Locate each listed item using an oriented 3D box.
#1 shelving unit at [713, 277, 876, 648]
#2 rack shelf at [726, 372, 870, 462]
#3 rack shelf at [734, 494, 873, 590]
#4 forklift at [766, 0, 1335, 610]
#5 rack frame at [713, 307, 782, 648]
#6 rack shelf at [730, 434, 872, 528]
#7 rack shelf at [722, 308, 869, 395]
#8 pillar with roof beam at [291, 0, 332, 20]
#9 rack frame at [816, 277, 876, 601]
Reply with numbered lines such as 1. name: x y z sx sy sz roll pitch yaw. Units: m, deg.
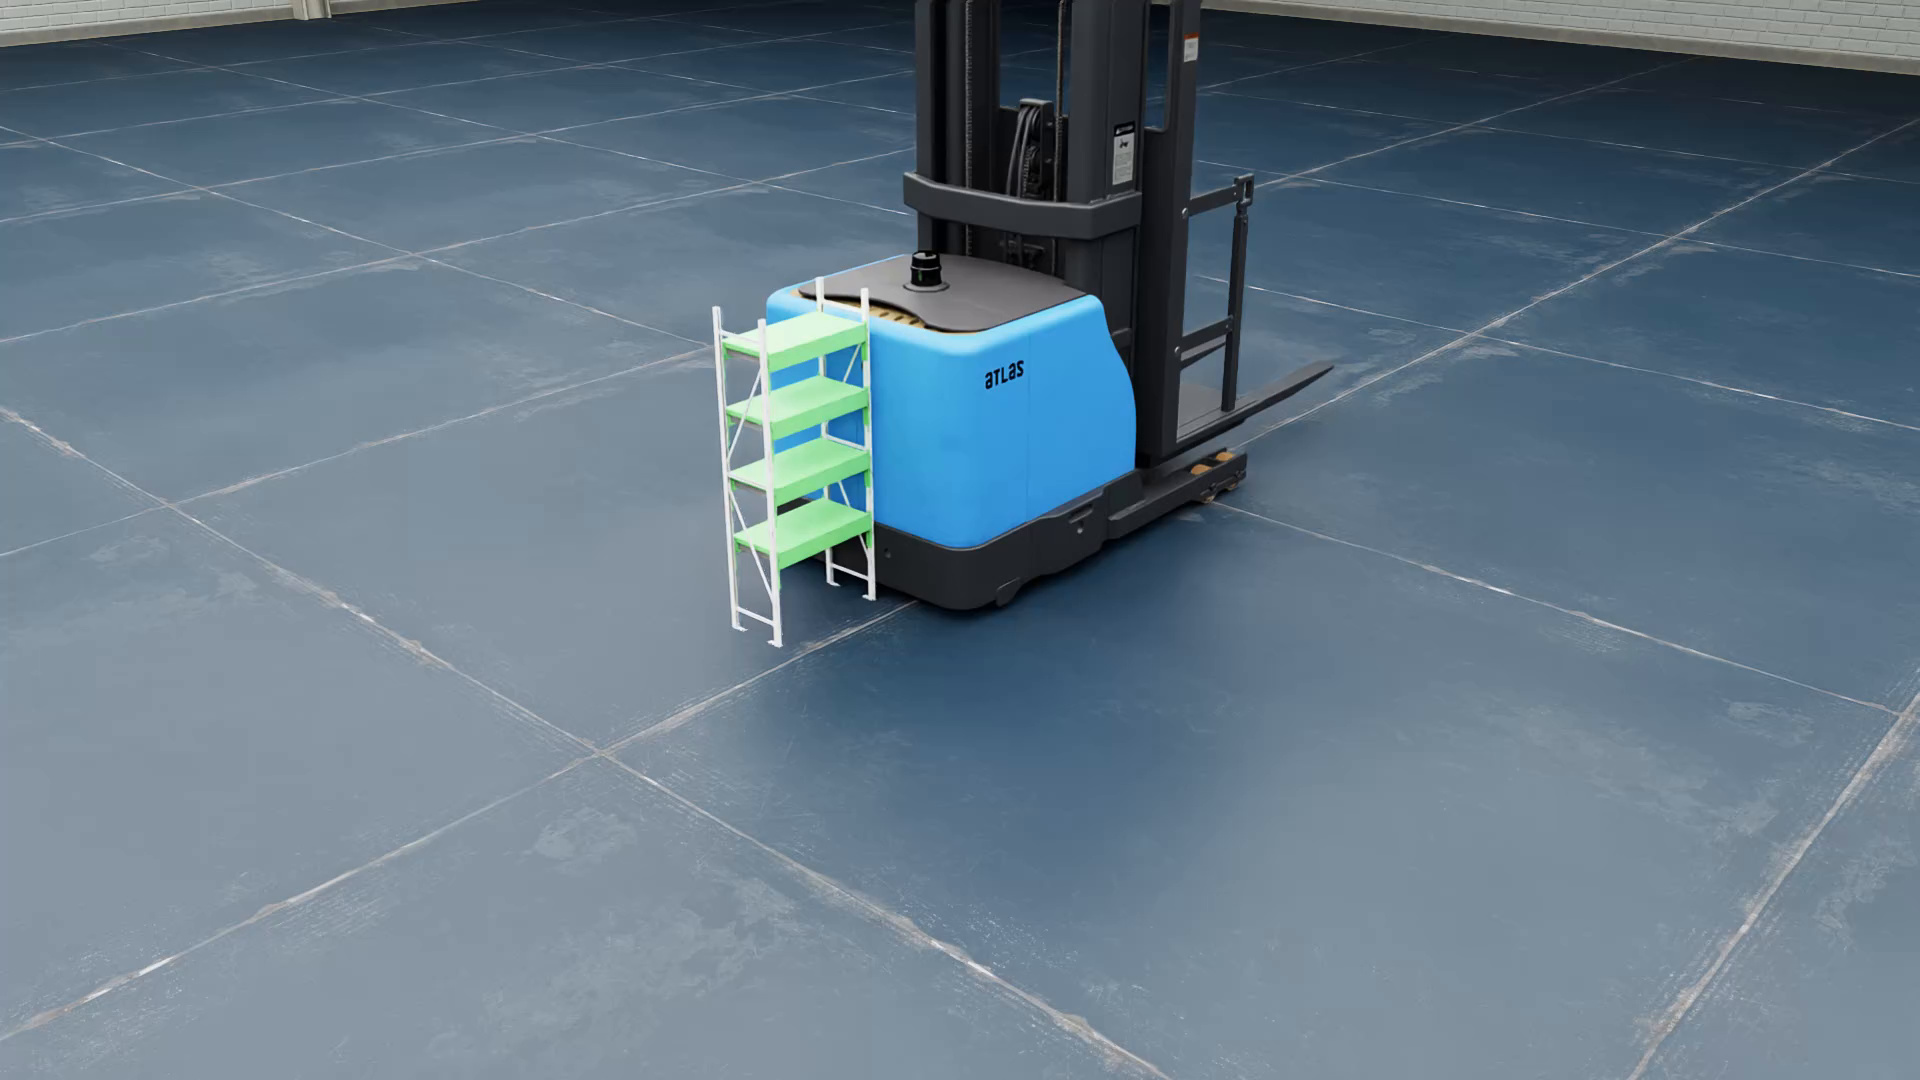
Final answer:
1. shelving unit: -0.571 -0.275 5.898 0.258 1.200 0.503 19 30 36
2. rack shelf: -0.571 -0.436 5.826 0.258 0.148 0.480 19 30 36
3. rack shelf: -0.571 0.002 6.022 0.258 0.148 0.480 19 30 36
4. forklift: 0.598 -1.611 6.761 1.130 2.935 3.031 19 30 36
5. rack frame: -0.729 -0.199 5.728 0.240 1.200 0.015 19 30 36
6. rack shelf: -0.571 -0.217 5.924 0.258 0.148 0.480 19 30 36
7. rack shelf: -0.571 -0.655 5.727 0.258 0.148 0.480 19 30 36
8. pillar with roof beam: -5.562 -10.002 18.059 9.100 9.000 0.400 20 31 38
9. rack frame: -0.413 -0.351 6.067 0.240 1.200 0.015 19 30 36
